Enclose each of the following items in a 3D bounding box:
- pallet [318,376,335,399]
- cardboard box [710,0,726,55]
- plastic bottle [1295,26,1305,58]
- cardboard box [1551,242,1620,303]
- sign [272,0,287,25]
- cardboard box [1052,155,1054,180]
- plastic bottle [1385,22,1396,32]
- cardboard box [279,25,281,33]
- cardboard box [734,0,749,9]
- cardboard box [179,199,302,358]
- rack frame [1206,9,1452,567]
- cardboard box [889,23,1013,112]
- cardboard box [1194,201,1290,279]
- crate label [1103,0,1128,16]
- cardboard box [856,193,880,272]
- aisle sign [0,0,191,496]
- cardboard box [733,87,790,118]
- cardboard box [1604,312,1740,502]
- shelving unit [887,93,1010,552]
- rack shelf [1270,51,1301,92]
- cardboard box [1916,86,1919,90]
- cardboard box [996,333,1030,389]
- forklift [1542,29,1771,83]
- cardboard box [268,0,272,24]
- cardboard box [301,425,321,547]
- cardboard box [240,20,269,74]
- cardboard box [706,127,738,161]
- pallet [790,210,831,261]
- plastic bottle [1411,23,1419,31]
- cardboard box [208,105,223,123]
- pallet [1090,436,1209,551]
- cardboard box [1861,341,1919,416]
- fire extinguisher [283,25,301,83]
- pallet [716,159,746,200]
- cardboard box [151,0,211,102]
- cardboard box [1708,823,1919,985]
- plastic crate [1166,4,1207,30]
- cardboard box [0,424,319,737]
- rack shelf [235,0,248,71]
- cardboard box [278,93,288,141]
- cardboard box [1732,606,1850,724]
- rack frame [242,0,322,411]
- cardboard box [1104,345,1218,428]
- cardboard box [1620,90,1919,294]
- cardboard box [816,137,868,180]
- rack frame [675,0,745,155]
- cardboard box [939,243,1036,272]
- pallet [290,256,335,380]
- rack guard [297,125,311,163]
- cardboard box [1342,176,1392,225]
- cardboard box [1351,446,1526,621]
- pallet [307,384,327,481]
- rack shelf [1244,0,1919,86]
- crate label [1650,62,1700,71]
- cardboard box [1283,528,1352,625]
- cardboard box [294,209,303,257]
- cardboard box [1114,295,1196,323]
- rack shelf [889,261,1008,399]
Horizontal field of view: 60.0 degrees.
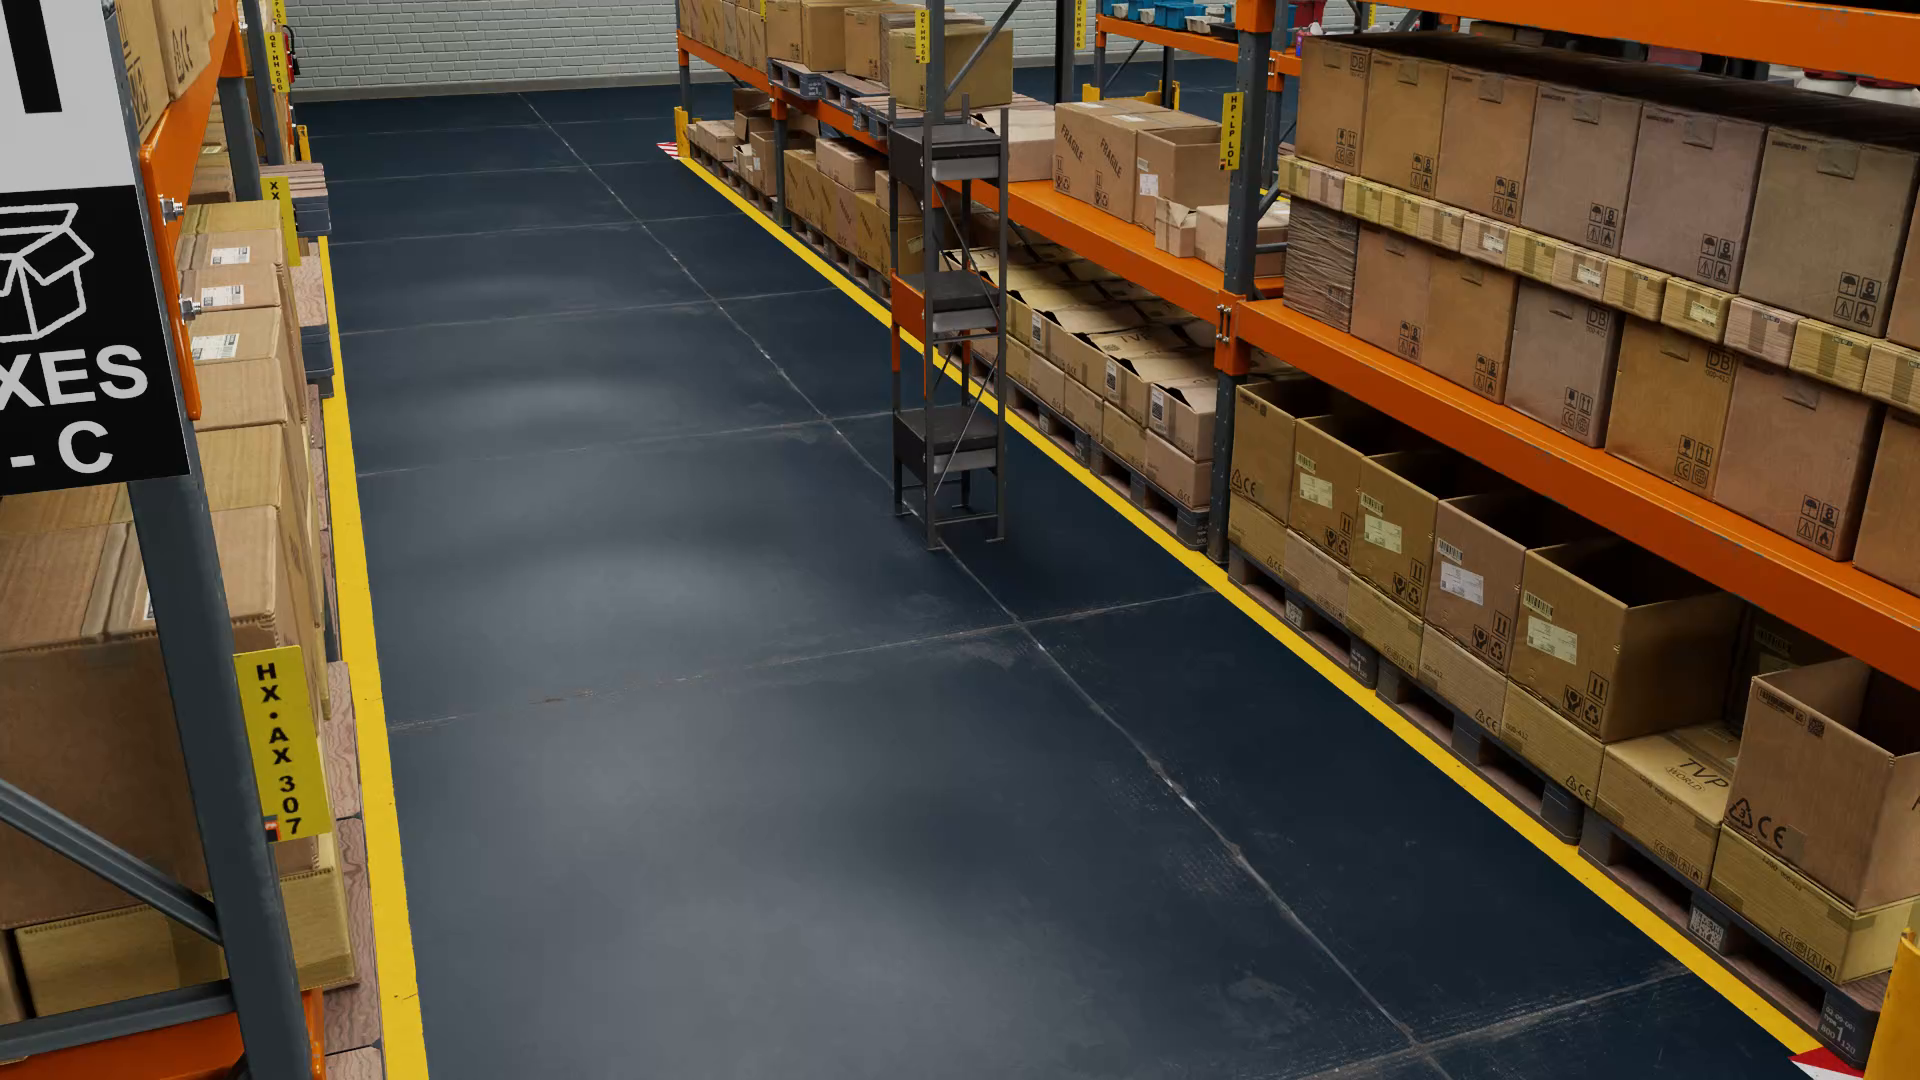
[{"bbox_3d":[-4.573,-1.131,10.662,1.003,0.211,1.213,-8,24,-19],"label":"pallet"},{"bbox_3d":[-2.111,-5.005,16.133,0.500,0.500,0.500,-8,24,-18],"label":"cardboard box"},{"bbox_3d":[3.220,-4.687,15.658,0.061,0.283,0.133,-8,24,-19],"label":"plastic bottle"},{"bbox_3d":[2.231,-0.915,5.594,0.380,0.149,0.250,-9,24,-20],"label":"cardboard box"},{"bbox_3d":[-5.274,-4.148,12.840,0.100,0.325,0.005,-8,24,-19],"label":"sign"},{"bbox_3d":[0.771,-2.229,10.000,0.380,0.149,0.250,-7,24,-15],"label":"cardboard box"},{"bbox_3d":[3.986,-4.601,15.367,0.144,0.351,0.185,-8,24,-19],"label":"plastic bottle"},{"bbox_3d":[-6.474,-4.439,14.535,0.980,0.700,0.700,-10,25,-22],"label":"cardboard box"},{"bbox_3d":[-1.750,-5.095,15.059,0.500,0.500,0.500,-9,24,-20],"label":"cardboard box"},{"bbox_3d":[-2.496,-0.822,5.541,0.500,0.500,0.500,-8,24,-19],"label":"cardboard box"},{"bbox_3d":[1.681,-1.347,7.584,1.000,3.000,0.127,-8,24,-19],"label":"rack frame"},{"bbox_3d":[-0.060,-3.253,11.437,0.700,0.500,0.500,-18,29,-36],"label":"cardboard box"},{"bbox_3d":[1.466,-1.451,8.023,0.500,0.250,0.500,-7,24,-16],"label":"cardboard box"},{"bbox_3d":[1.856,-6.201,19.239,0.416,0.233,0.303,-8,24,-19],"label":"crate label"},{"bbox_3d":[-0.465,-2.347,12.608,0.500,0.500,0.500,-9,25,-21],"label":"cardboard box"},{"bbox_3d":[-1.233,-0.426,2.051,0.394,0.787,0.004,-8,24,-19],"label":"aisle sign"},{"bbox_3d":[-2.136,-4.594,17.940,0.500,0.500,0.500,-8,24,-19],"label":"cardboard box"},{"bbox_3d":[2.581,-0.482,5.404,0.700,0.500,0.500,-8,24,-19],"label":"cardboard box"},{"bbox_3d":[-0.058,-1.028,7.985,0.431,2.100,0.503,-8,24,-19],"label":"shelving unit"},{"bbox_3d":[4.197,-3.874,14.505,1.077,0.370,4.000,-8,24,-19],"label":"rack shelf"},{"bbox_3d":[9.005,-3.951,15.958,1.225,0.875,0.875,-8,24,-19],"label":"cardboard box"},{"bbox_3d":[0.546,-1.126,10.058,0.500,0.250,0.500,-9,24,-20],"label":"cardboard box"},{"bbox_3d":[3.416,-1.898,8.980,1.130,2.935,3.031,-5,23,-12],"label":"forklift"},{"bbox_3d":[-5.202,-3.789,11.875,0.500,0.250,0.500,-8,24,-18],"label":"cardboard box"},{"bbox_3d":[-2.141,-0.113,4.823,0.500,0.250,0.500,-8,24,-19],"label":"cardboard box"},{"bbox_3d":[-4.295,-2.868,9.690,0.500,0.250,0.500,-8,24,-18],"label":"cardboard box"},{"bbox_3d":[-2.278,-4.043,16.954,0.500,0.250,0.500,-8,24,-19],"label":"cardboard box"},{"bbox_3d":[-0.823,-2.678,14.333,1.003,0.211,1.213,-8,24,-19],"label":"pallet"},{"bbox_3d":[4.186,-4.553,15.254,0.144,0.351,0.185,-8,24,-19],"label":"plastic bottle"},{"bbox_3d":[-3.729,-1.749,7.843,0.700,0.500,0.500,-8,24,-19],"label":"cardboard box"},{"bbox_3d":[1.384,-0.324,8.748,1.003,0.211,1.213,-8,24,-19],"label":"pallet"},{"bbox_3d":[2.687,-0.446,4.483,0.380,0.149,0.250,-8,24,-18],"label":"cardboard box"},{"bbox_3d":[-6.813,-4.937,16.681,0.296,0.674,0.183,-8,24,-19],"label":"fire extinguisher"},{"bbox_3d":[-1.822,-3.662,16.668,1.003,0.211,1.213,-8,24,-19],"label":"pallet"},{"bbox_3d":[-1.580,-1.006,2.758,0.500,0.500,0.500,-7,24,-15],"label":"cardboard box"},{"bbox_3d":[2.628,1.026,4.954,0.500,0.250,0.500,-8,24,-19],"label":"cardboard box"},{"bbox_3d":[2.427,-5.614,17.845,0.416,0.233,0.300,-8,24,-19],"label":"plastic crate"},{"bbox_3d":[-1.592,0.106,3.338,0.500,0.500,0.500,-8,24,-19],"label":"cardboard box"},{"bbox_3d":[-3.659,-2.443,7.249,1.077,0.370,4.000,-8,24,-19],"label":"rack shelf"},{"bbox_3d":[-4.474,-2.715,10.292,0.500,0.500,0.500,-8,24,-17],"label":"cardboard box"},{"bbox_3d":[2.934,0.428,5.408,0.500,0.500,0.500,-8,24,-19],"label":"cardboard box"},{"bbox_3d":[-4.365,-2.119,9.416,1.000,3.000,0.127,-8,24,-19],"label":"rack frame"},{"bbox_3d":[1.080,-0.828,8.630,0.500,0.311,0.500,-8,24,-18],"label":"cardboard box"},{"bbox_3d":[2.553,-1.102,5.202,0.700,0.500,0.500,-8,24,-19],"label":"cardboard box"},{"bbox_3d":[-0.849,-3.078,13.377,0.500,0.250,0.500,-8,24,-19],"label":"cardboard box"},{"bbox_3d":[-2.558,-5.707,17.929,1.000,3.000,0.127,-8,24,-19],"label":"rack frame"},{"bbox_3d":[0.178,-1.755,10.829,0.500,0.311,0.500,-7,24,-17],"label":"cardboard box"},{"bbox_3d":[-3.086,-0.875,6.712,1.003,0.211,1.213,-8,24,-19],"label":"pallet"},{"bbox_3d":[-7.200,-3.883,16.819,1.175,0.500,0.348,-8,24,-19],"label":"rack guard"},{"bbox_3d":[1.776,-1.383,6.706,0.380,0.149,0.250,-9,24,-20],"label":"cardboard box"},{"bbox_3d":[1.905,-0.044,6.527,0.500,0.500,0.500,-8,24,-19],"label":"cardboard box"},{"bbox_3d":[-4.091,-0.550,9.284,1.003,0.211,1.213,-8,24,-19],"label":"pallet"},{"bbox_3d":[2.387,-1.671,5.417,1.077,0.370,4.000,-8,24,-19],"label":"rack shelf"},{"bbox_3d":[5.001,-3.097,11.690,0.502,0.435,0.616,-8,24,-19],"label":"crate label"},{"bbox_3d":[1.733,0.119,7.105,0.500,0.250,0.500,-8,24,-19],"label":"cardboard box"},{"bbox_3d":[-4.502,-1.608,10.429,0.750,0.750,0.750,-9,24,-20],"label":"cardboard box"},{"bbox_3d":[1.224,-1.275,9.690,0.500,0.311,0.500,-8,24,-18],"label":"cardboard box"},{"bbox_3d":[-0.058,-1.015,7.990,0.431,0.518,0.480,-8,24,-19],"label":"rack shelf"}]
